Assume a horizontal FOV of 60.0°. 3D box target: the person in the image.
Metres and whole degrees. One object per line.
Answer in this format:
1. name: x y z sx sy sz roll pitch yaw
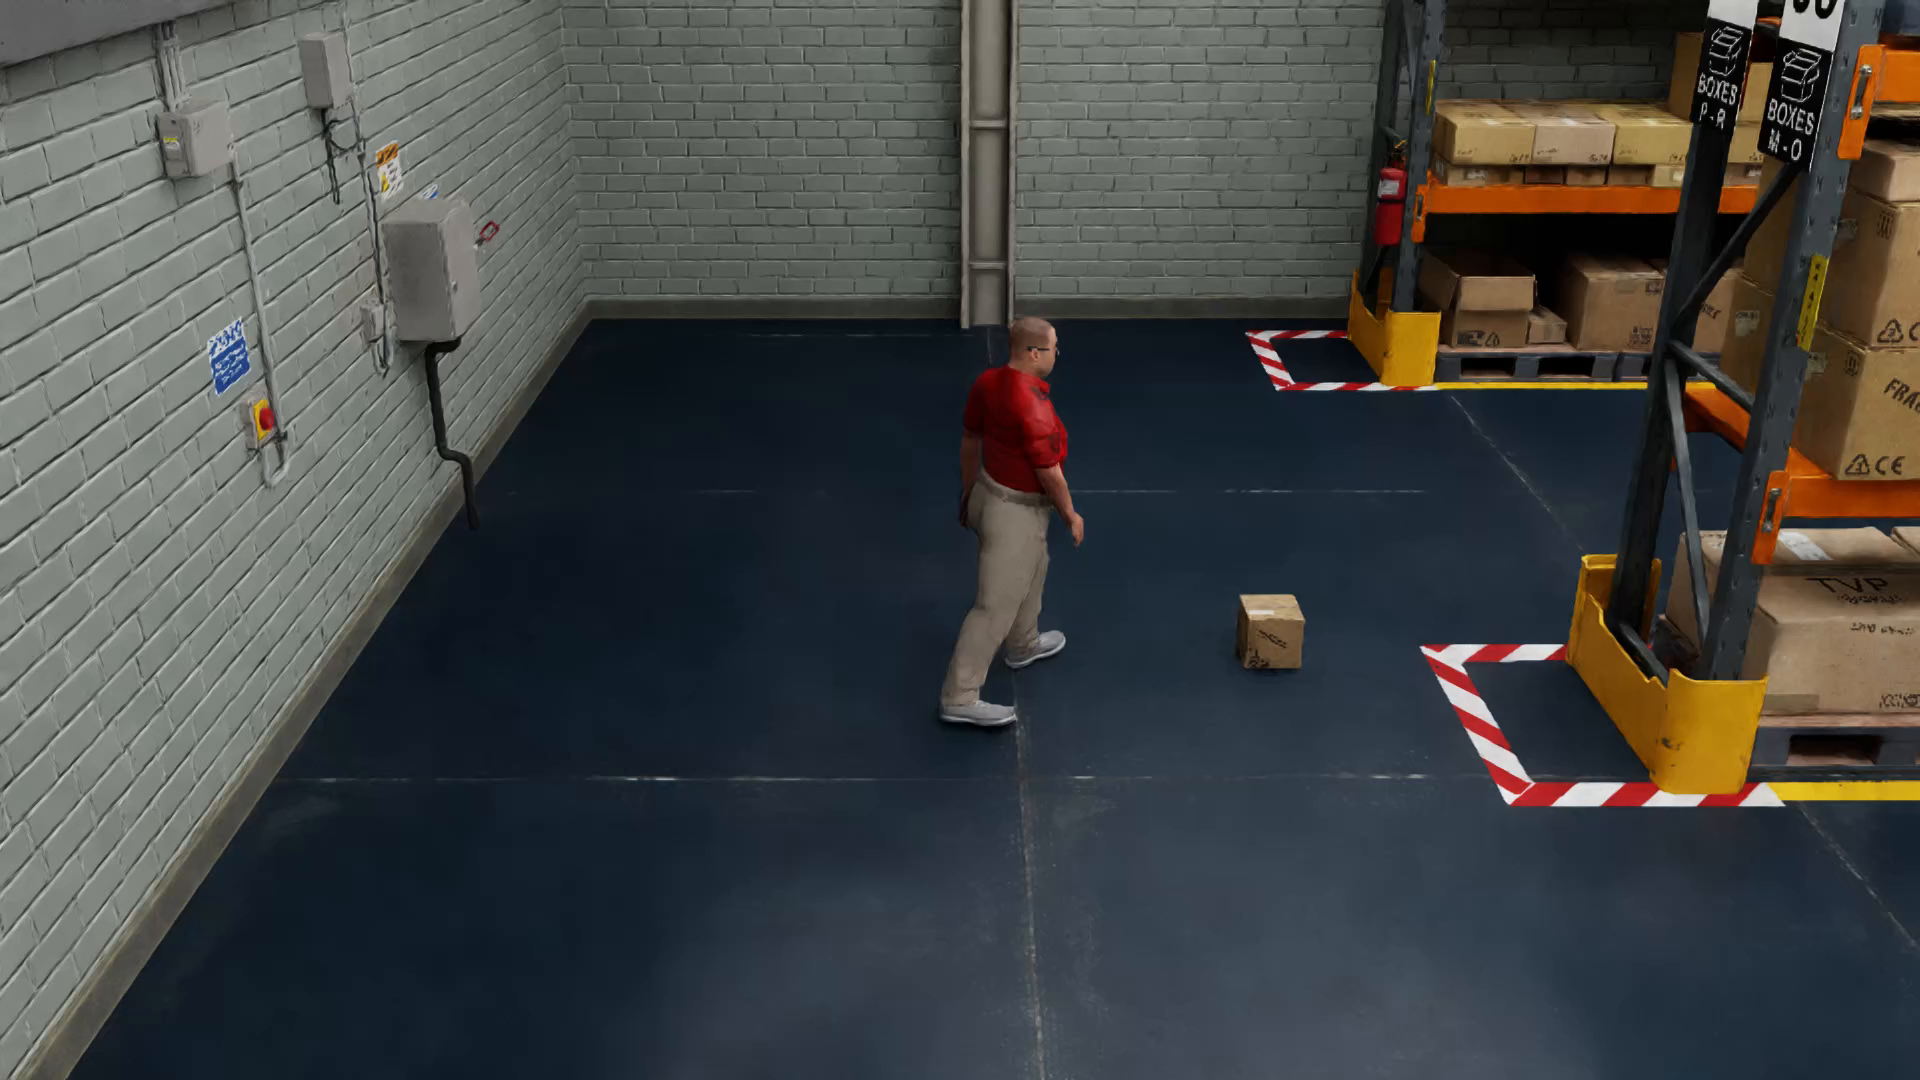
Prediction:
1. person: 0.211 -0.120 6.921 0.789 1.679 0.632 -10 26 -20
